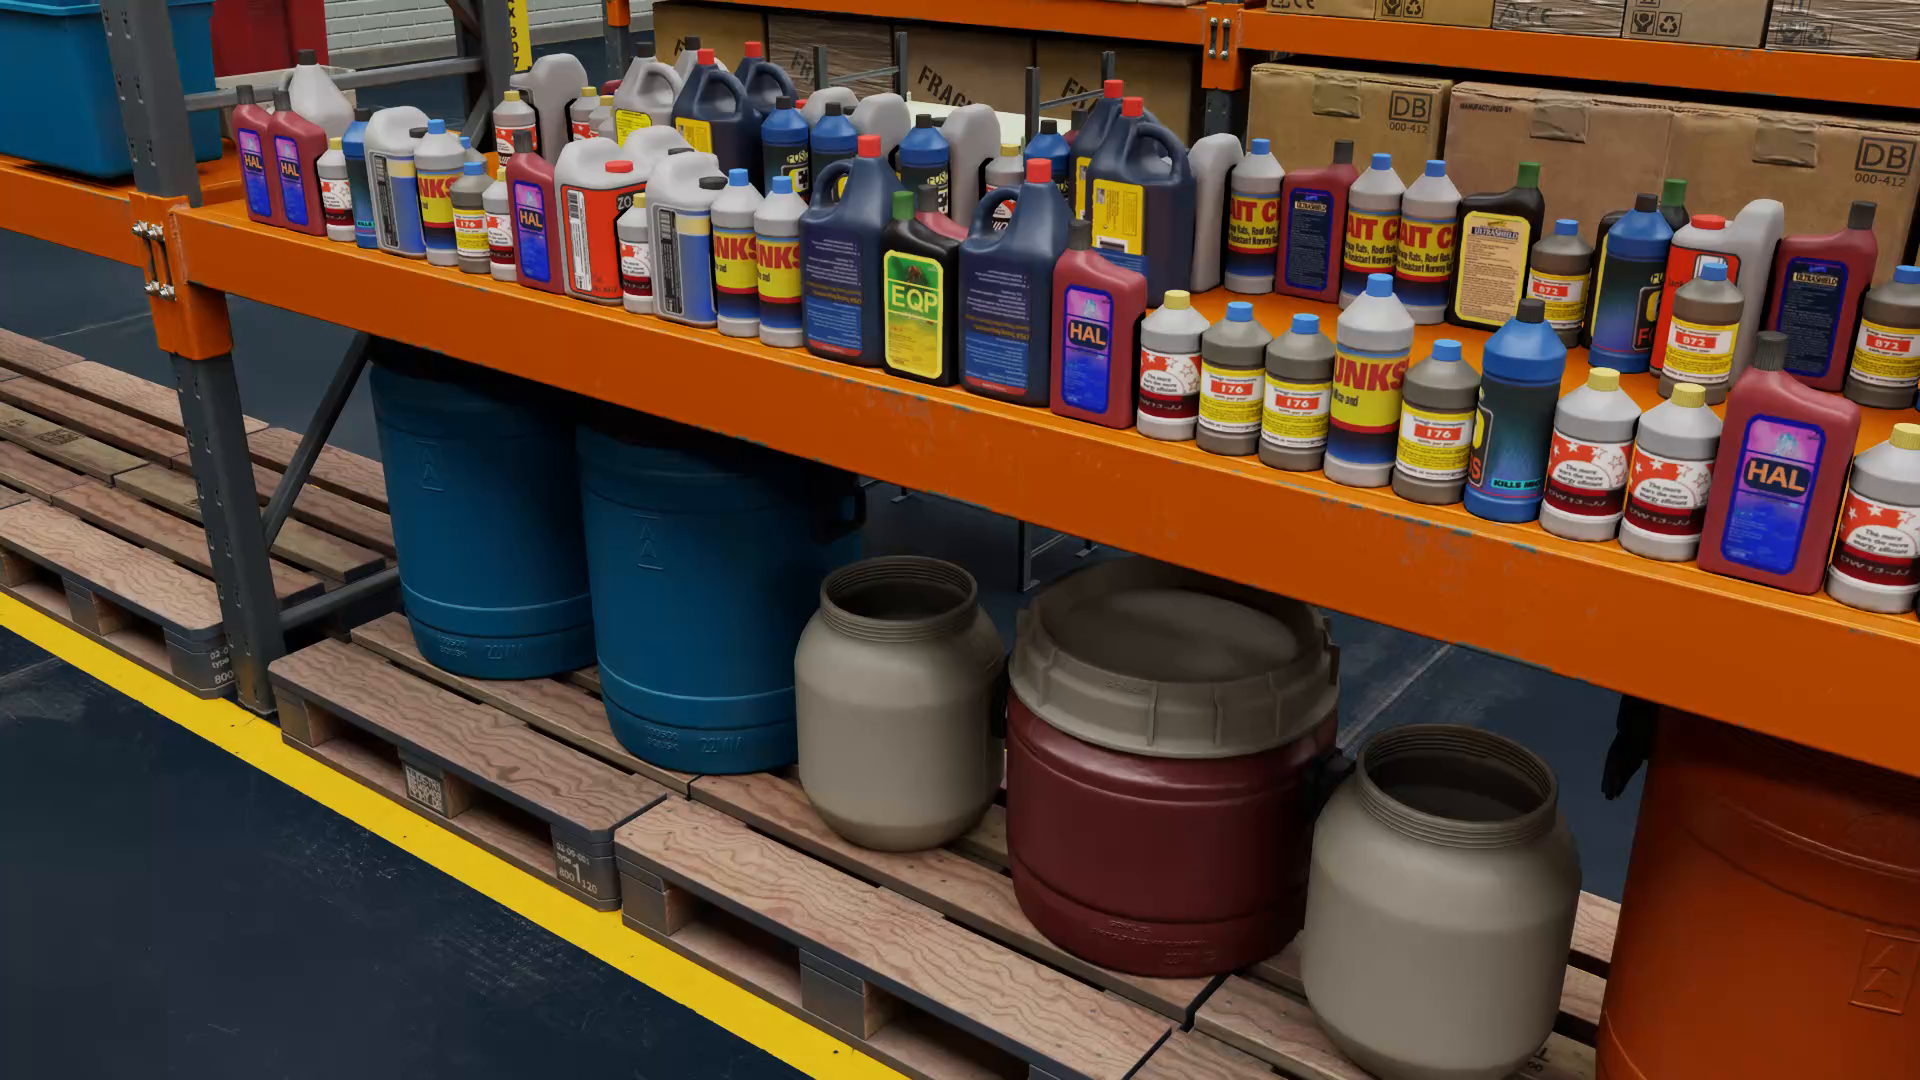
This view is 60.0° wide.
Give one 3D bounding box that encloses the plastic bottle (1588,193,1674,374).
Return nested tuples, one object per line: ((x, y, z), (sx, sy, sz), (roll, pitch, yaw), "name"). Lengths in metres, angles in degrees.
((1.056, -0.405, 2.609), (0.097, 0.271, 0.097), (0, 24, 0), "plastic bottle")

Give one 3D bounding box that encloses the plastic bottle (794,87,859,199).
((-0.304, -0.835, 3.579), (0.135, 0.276, 0.152), (17, 29, 33), "plastic bottle")

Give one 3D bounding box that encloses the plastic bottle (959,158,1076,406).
((0.095, -0.392, 2.480), (0.185, 0.351, 0.144), (17, 29, 33), "plastic bottle")

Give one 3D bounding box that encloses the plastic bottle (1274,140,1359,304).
((0.642, -0.576, 2.981), (0.133, 0.283, 0.061), (17, 29, 33), "plastic bottle")

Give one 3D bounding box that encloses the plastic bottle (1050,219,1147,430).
((0.198, -0.309, 2.376), (0.133, 0.283, 0.061), (17, 29, 33), "plastic bottle")

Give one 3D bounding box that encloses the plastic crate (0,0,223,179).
((-2.087, -1.116, 4.008), (0.575, 0.384, 0.392), (17, 29, 33), "plastic crate")

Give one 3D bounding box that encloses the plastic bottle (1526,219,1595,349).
((0.986, -0.425, 2.740), (0.097, 0.201, 0.097), (0, 24, 0), "plastic bottle")

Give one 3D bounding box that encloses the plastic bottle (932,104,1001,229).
((-0.011, -0.746, 3.378), (0.135, 0.276, 0.152), (17, 29, 33), "plastic bottle")

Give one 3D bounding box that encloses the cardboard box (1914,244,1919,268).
((4.123, -1.117, 6.180), (0.875, 0.875, 1.225), (15, 28, 31), "cardboard box")

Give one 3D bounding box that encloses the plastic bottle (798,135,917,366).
((-0.159, -0.469, 2.655), (0.185, 0.351, 0.144), (17, 29, 33), "plastic bottle")

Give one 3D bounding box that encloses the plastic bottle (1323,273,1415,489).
((0.535, -0.211, 2.168), (0.097, 0.271, 0.097), (0, 24, 0), "plastic bottle")

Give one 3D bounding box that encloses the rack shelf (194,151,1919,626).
((0.091, -0.370, 3.019), (3.809, 0.124, 0.919), (17, 29, 33), "rack shelf")

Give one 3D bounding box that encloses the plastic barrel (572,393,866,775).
((-0.517, -0.017, 3.649), (0.708, 0.901, 0.600), (17, 29, 33), "plastic barrel")

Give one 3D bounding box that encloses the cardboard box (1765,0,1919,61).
((3.306, -2.056, 6.072), (0.500, 0.500, 0.500), (16, 28, 32), "cardboard box")

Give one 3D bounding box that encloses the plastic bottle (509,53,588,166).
((-1.000, -1.045, 4.056), (0.135, 0.276, 0.152), (17, 29, 33), "plastic bottle")

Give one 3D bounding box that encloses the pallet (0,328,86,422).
((-4.073, -0.572, 6.287), (1.213, 0.211, 1.003), (17, 29, 33), "pallet")

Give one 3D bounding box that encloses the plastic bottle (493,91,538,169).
((-1.060, -0.966, 3.970), (0.097, 0.201, 0.097), (0, 24, 0), "plastic bottle")

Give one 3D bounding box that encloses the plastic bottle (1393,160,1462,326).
((0.801, -0.513, 2.853), (0.097, 0.271, 0.097), (0, 24, 0), "plastic bottle")

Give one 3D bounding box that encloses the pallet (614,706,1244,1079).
((0.064, 0.678, 3.450), (1.213, 0.211, 1.003), (17, 29, 33), "pallet")

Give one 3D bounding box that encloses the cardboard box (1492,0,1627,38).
((2.483, -2.303, 6.632), (0.500, 0.500, 0.500), (16, 28, 32), "cardboard box")

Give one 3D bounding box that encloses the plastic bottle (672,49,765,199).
((-0.516, -0.863, 3.549), (0.185, 0.351, 0.144), (17, 29, 33), "plastic bottle")

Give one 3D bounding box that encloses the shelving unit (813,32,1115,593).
((0.005, -0.685, 4.944), (0.755, 1.500, 0.431), (17, 29, 33), "shelving unit")

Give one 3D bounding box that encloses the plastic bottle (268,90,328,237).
((-1.365, -0.781, 3.447), (0.133, 0.283, 0.061), (17, 29, 33), "plastic bottle")

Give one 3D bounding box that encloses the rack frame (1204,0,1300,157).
((1.462, -2.691, 7.638), (0.127, 3.000, 1.000), (17, 29, 33), "rack frame")

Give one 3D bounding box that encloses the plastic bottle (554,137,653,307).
((-0.626, -0.578, 2.995), (0.135, 0.276, 0.152), (17, 29, 33), "plastic bottle")

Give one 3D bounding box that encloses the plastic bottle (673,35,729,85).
((-0.577, -0.954, 3.756), (0.185, 0.351, 0.144), (17, 29, 33), "plastic bottle")

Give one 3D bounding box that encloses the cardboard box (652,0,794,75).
((-1.179, -2.749, 9.884), (0.875, 0.875, 0.875), (17, 29, 33), "cardboard box")

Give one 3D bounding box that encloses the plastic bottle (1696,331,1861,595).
((0.928, -0.088, 1.875), (0.133, 0.283, 0.061), (17, 29, 33), "plastic bottle")

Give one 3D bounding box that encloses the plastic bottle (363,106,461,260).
((-1.074, -0.713, 3.302), (0.135, 0.276, 0.152), (17, 29, 33), "plastic bottle")

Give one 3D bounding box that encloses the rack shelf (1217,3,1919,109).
((3.062, -1.878, 6.685), (4.000, 0.370, 1.077), (17, 29, 33), "rack shelf")

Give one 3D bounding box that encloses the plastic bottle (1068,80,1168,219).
((0.304, -0.687, 3.151), (0.185, 0.351, 0.144), (17, 29, 33), "plastic bottle")

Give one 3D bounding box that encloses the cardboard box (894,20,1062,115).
((0.261, -2.314, 8.896), (0.875, 0.875, 0.875), (17, 29, 33), "cardboard box")

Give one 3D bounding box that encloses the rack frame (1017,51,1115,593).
((0.298, -0.596, 4.743), (0.023, 1.500, 0.400), (17, 29, 33), "rack frame")

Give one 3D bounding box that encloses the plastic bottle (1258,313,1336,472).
((0.457, -0.202, 2.236), (0.097, 0.201, 0.097), (0, 24, 0), "plastic bottle")

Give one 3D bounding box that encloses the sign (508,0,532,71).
((-1.178, -1.397, 4.357), (0.005, 0.325, 0.100), (17, 29, 33), "sign")

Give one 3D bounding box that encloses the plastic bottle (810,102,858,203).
((-0.256, -0.756, 3.404), (0.097, 0.271, 0.097), (0, 24, 0), "plastic bottle")

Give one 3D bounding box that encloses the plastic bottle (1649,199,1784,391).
((1.169, -0.390, 2.569), (0.135, 0.276, 0.152), (17, 29, 33), "plastic bottle")
